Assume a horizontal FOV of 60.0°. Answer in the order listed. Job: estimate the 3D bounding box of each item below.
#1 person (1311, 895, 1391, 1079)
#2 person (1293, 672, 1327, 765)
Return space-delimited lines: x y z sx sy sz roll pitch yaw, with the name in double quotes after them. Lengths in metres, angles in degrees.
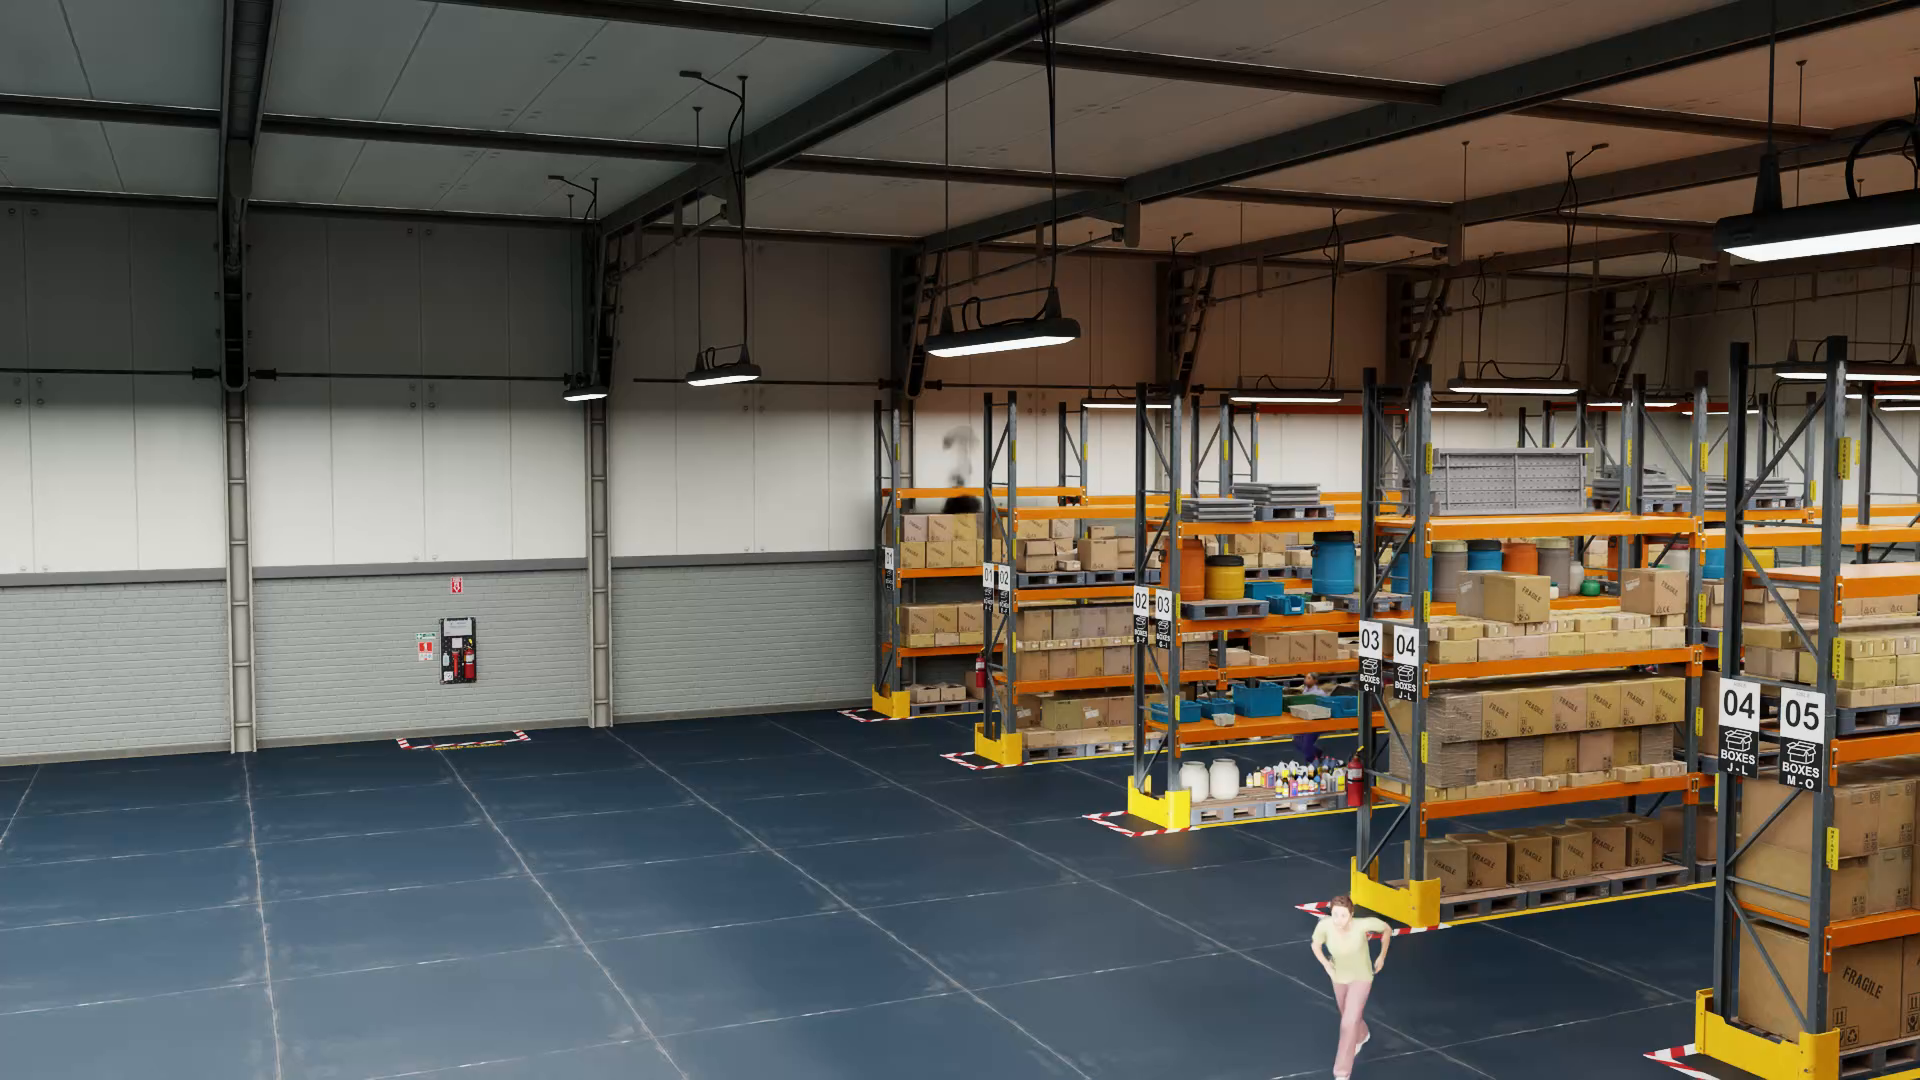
3.199 3.605 13.527 0.619 1.626 0.960 2 4 25 "person"
5.523 2.852 25.993 0.560 1.601 0.595 -2 4 -29 "person"
